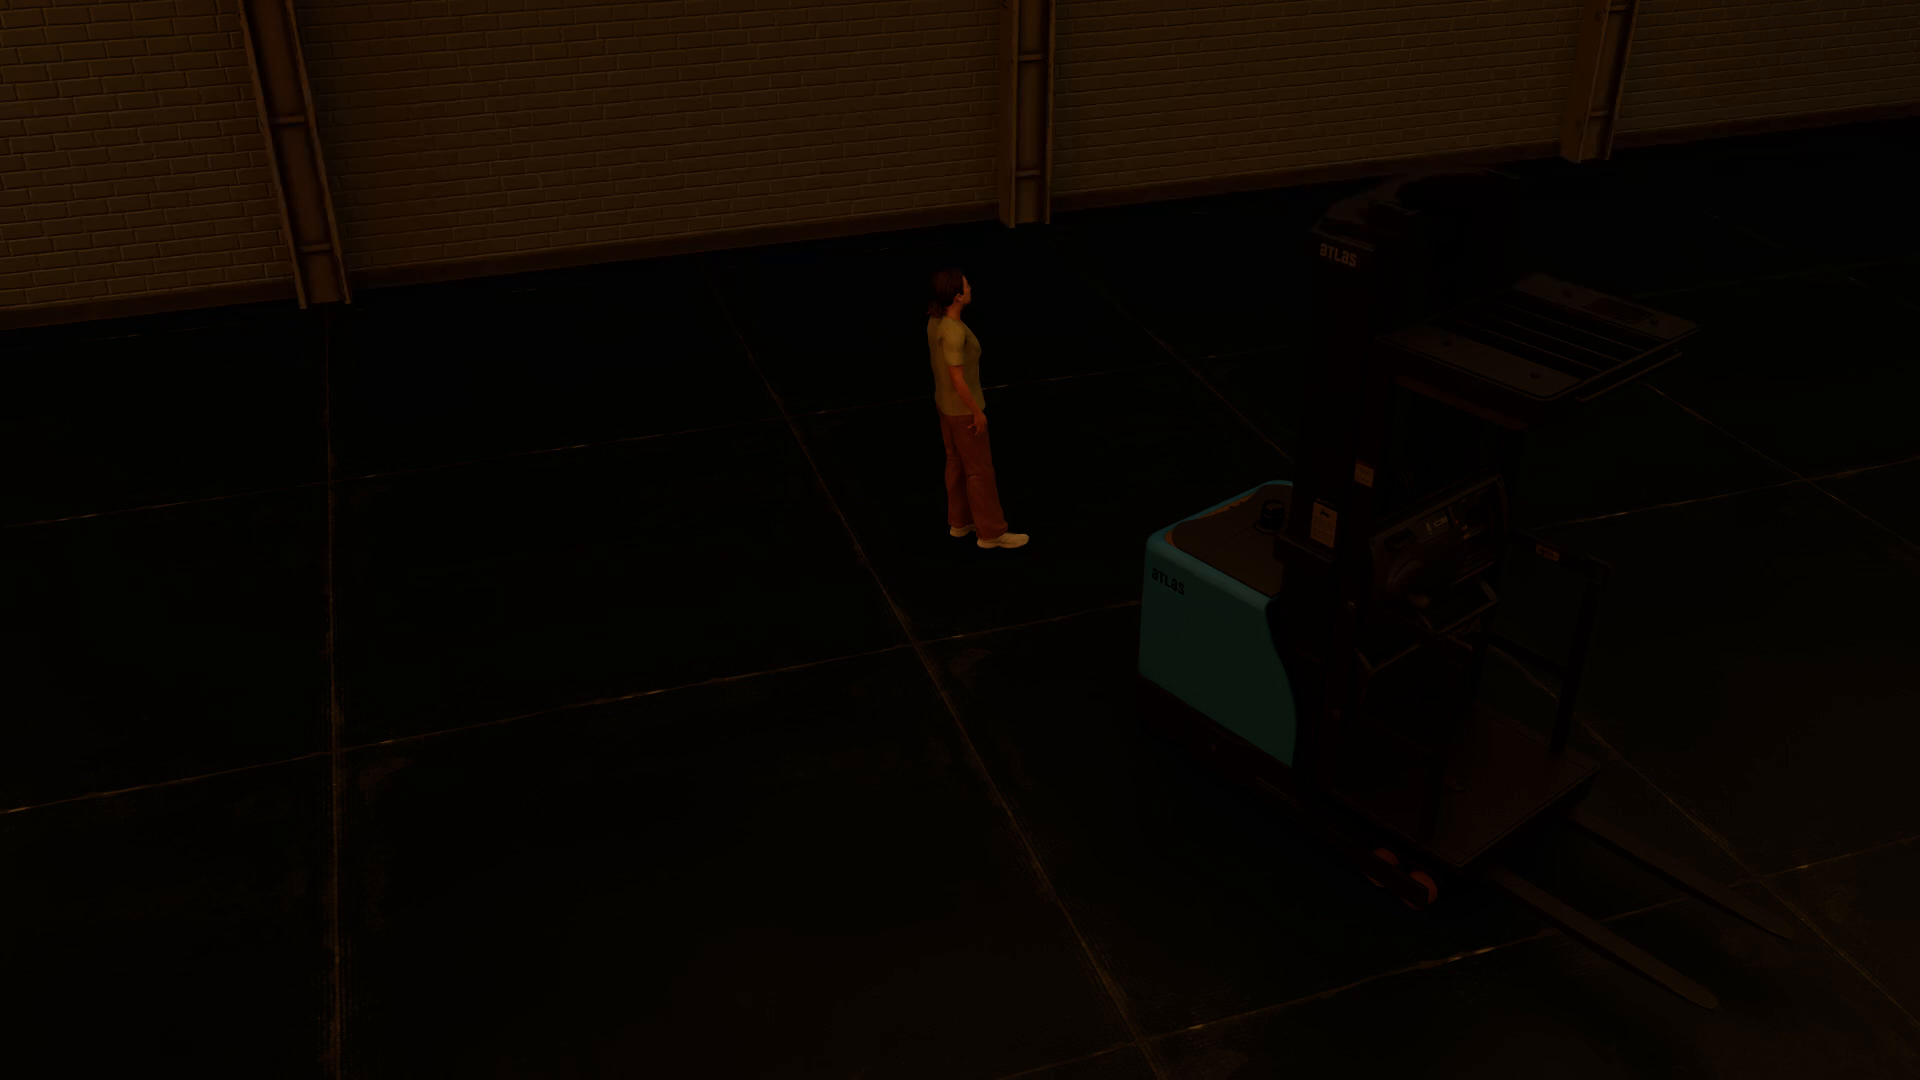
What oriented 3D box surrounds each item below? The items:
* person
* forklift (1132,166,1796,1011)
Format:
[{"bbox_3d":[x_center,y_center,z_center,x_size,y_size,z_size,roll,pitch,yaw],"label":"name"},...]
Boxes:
[{"bbox_3d":[0.073,-0.774,9.595,0.548,1.675,0.552,-10,31,-16],"label":"person"},{"bbox_3d":[2.196,0.052,6.997,1.130,2.935,3.031,-22,37,-34],"label":"forklift"}]
